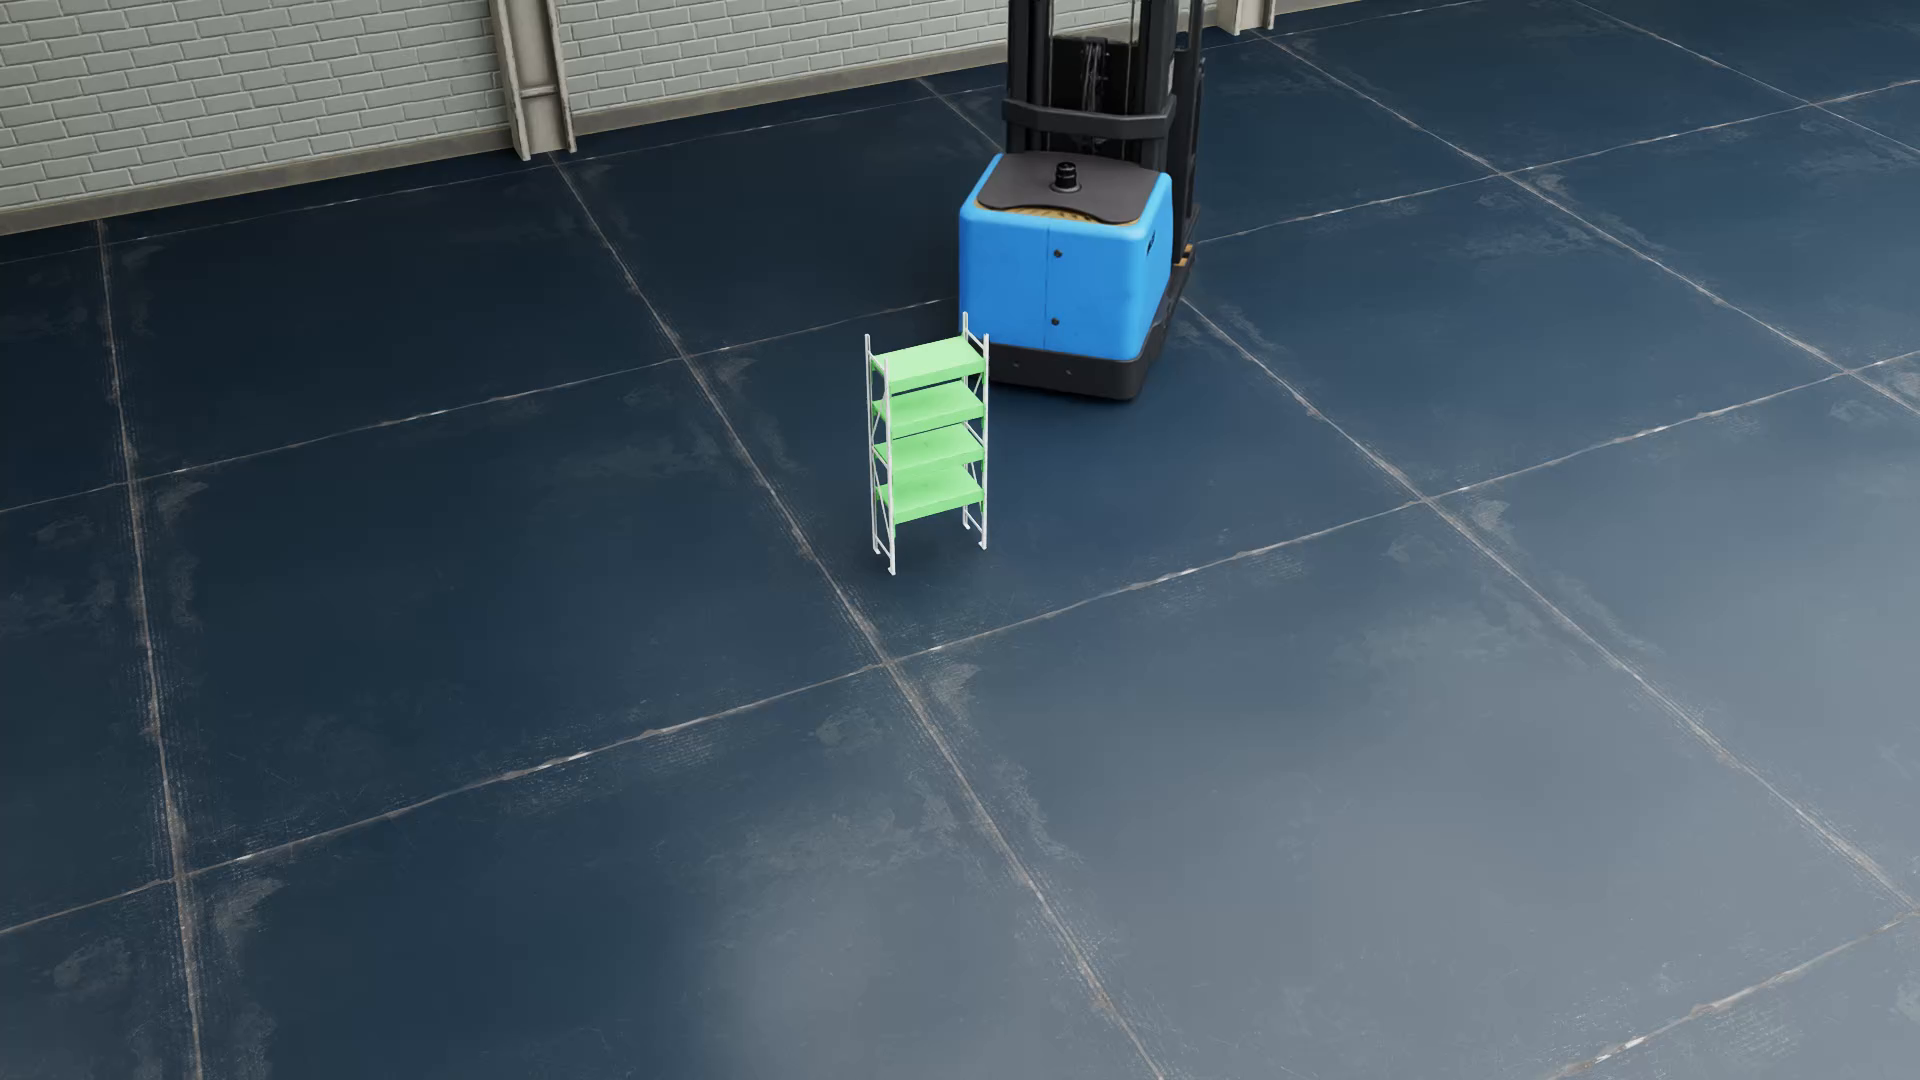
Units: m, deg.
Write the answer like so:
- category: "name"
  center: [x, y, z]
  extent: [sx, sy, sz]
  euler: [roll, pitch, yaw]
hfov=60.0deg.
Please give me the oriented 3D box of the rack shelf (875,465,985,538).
- category: "rack shelf"
  center: [-0.150, -0.196, 8.017]
  extent: [0.480, 0.148, 0.258]
  euler: [-16, 39, -20]

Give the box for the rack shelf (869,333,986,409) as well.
- category: "rack shelf"
  center: [-0.150, -0.774, 7.588]
  extent: [0.480, 0.148, 0.258]
  euler: [-16, 39, -20]

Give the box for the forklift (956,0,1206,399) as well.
- category: "forklift"
  center: [0.875, -2.833, 9.609]
  extent: [1.130, 2.935, 3.031]
  euler: [10, 38, 13]

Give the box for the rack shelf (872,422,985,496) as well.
- category: "rack shelf"
  center: [-0.150, -0.389, 7.874]
  extent: [0.480, 0.148, 0.258]
  euler: [-16, 39, -20]

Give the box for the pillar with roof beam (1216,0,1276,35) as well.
- category: "pillar with roof beam"
  center: [4.243, -5.660, 8.327]
  extent: [0.400, 9.000, 9.100]
  euler: [-16, 39, -20]

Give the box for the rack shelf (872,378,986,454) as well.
- category: "rack shelf"
  center: [-0.150, -0.581, 7.731]
  extent: [0.480, 0.148, 0.258]
  euler: [-16, 39, -20]

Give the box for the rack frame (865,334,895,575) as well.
- category: "rack frame"
  center: [-0.371, -0.378, 7.753]
  extent: [0.015, 1.200, 0.240]
  euler: [-16, 39, -20]

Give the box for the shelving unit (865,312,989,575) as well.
- category: "shelving unit"
  center: [-0.150, -0.440, 7.836]
  extent: [0.503, 1.200, 0.258]
  euler: [-16, 39, -20]

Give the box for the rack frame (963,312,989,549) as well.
- category: "rack frame"
  center: [0.071, -0.502, 7.919]
  extent: [0.015, 1.200, 0.240]
  euler: [-16, 39, -20]

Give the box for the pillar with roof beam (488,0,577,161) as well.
- category: "pillar with roof beam"
  center: [-1.188, -4.141, 6.280]
  extent: [0.400, 9.000, 9.100]
  euler: [-16, 39, -20]
